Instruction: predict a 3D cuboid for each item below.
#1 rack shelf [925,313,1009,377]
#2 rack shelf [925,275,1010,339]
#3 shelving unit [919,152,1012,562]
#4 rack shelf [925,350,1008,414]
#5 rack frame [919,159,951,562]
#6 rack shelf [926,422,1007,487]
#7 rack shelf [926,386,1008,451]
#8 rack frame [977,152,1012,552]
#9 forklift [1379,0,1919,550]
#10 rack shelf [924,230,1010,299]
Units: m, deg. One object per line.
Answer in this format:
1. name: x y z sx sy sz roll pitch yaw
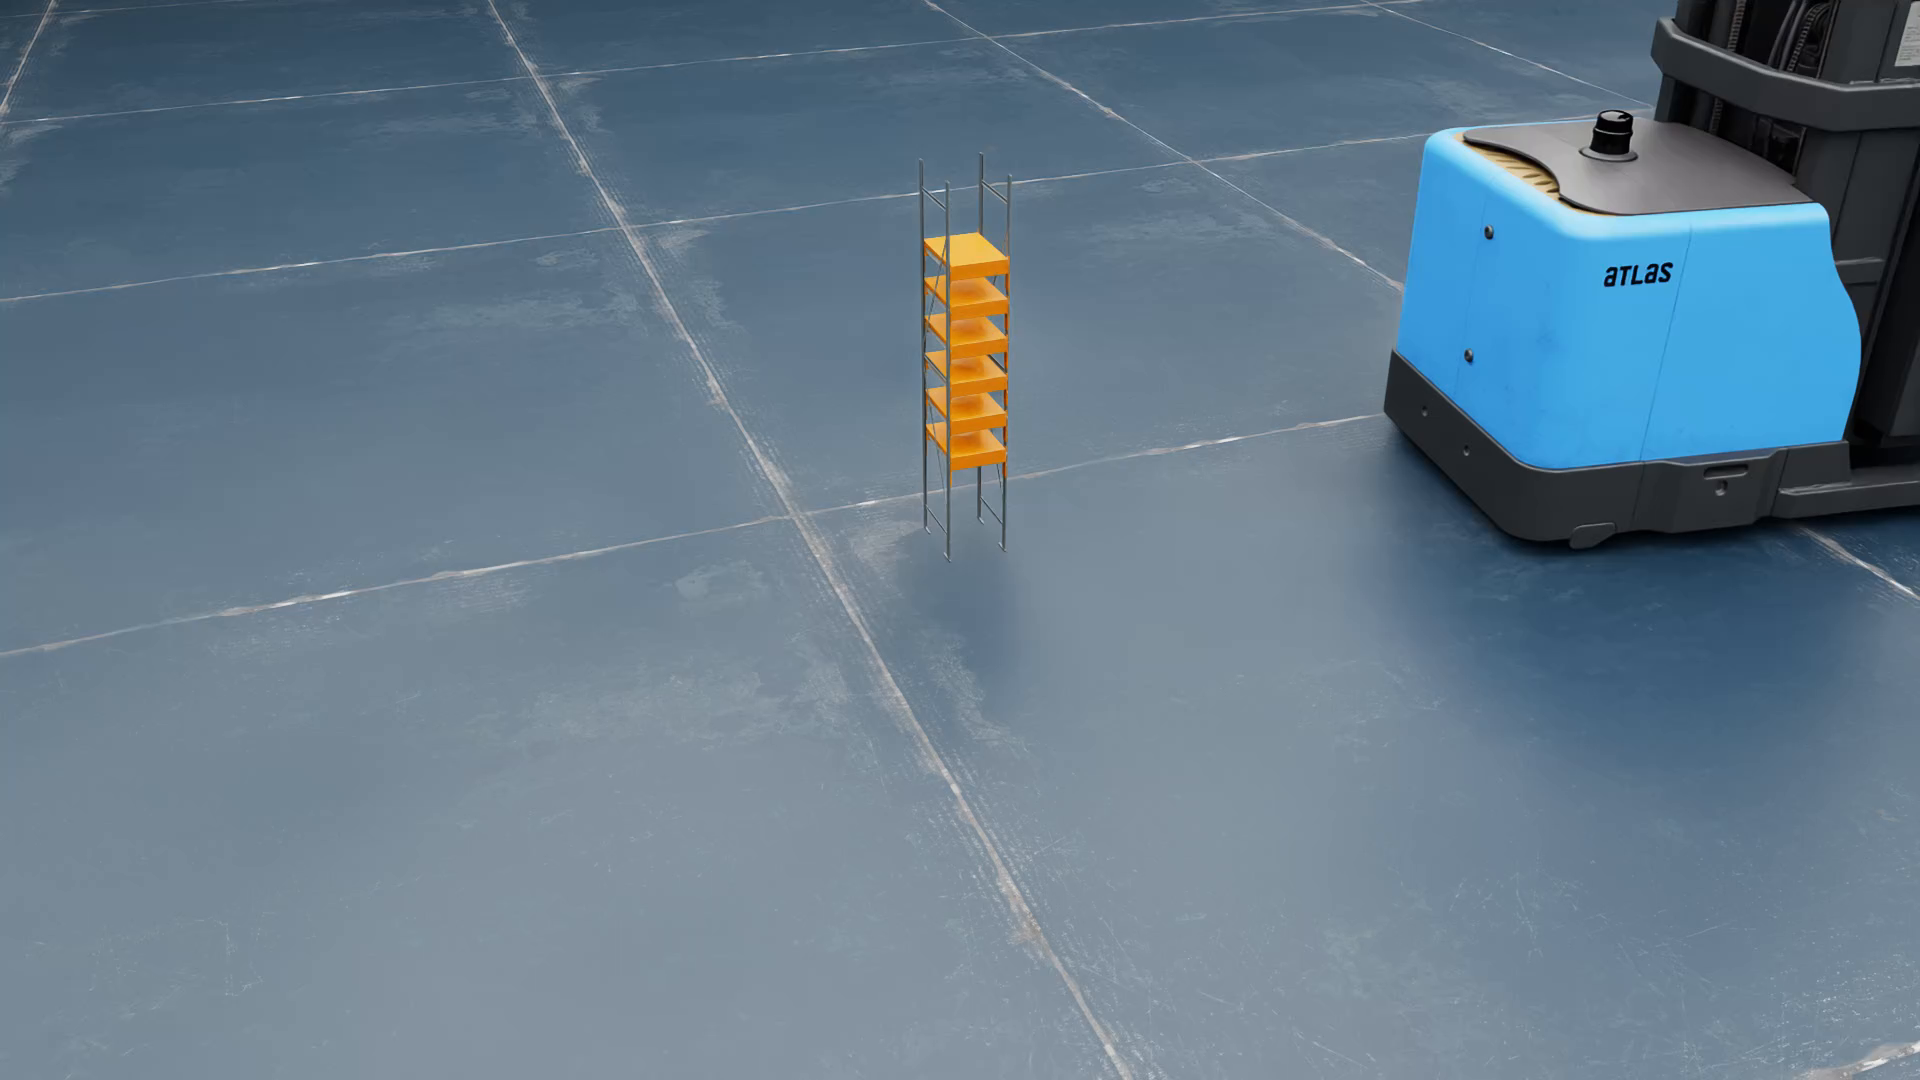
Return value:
1. rack shelf: 0.014 -0.589 4.920 0.180 0.103 0.258 -10 31 -18
2. rack shelf: 0.014 -0.694 4.861 0.180 0.103 0.258 -10 31 -18
3. shelving unit: 0.014 -0.524 4.957 0.189 1.200 0.258 -10 31 -18
4. rack shelf: 0.014 -0.485 4.979 0.180 0.103 0.258 -10 31 -18
5. rack frame: -0.072 -0.508 4.930 0.006 1.200 0.240 -10 31 -18
6. rack shelf: 0.014 -0.277 5.098 0.180 0.103 0.258 -10 31 -18
7. rack shelf: 0.014 -0.381 5.039 0.180 0.103 0.258 -10 31 -18
8. rack frame: 0.099 -0.540 4.985 0.006 1.200 0.240 -10 31 -18
9. forklift: 3.059 -1.603 5.104 3.031 2.935 1.130 -6 30 -10
10. rack shelf: 0.014 -0.798 4.801 0.180 0.103 0.258 -10 31 -18
